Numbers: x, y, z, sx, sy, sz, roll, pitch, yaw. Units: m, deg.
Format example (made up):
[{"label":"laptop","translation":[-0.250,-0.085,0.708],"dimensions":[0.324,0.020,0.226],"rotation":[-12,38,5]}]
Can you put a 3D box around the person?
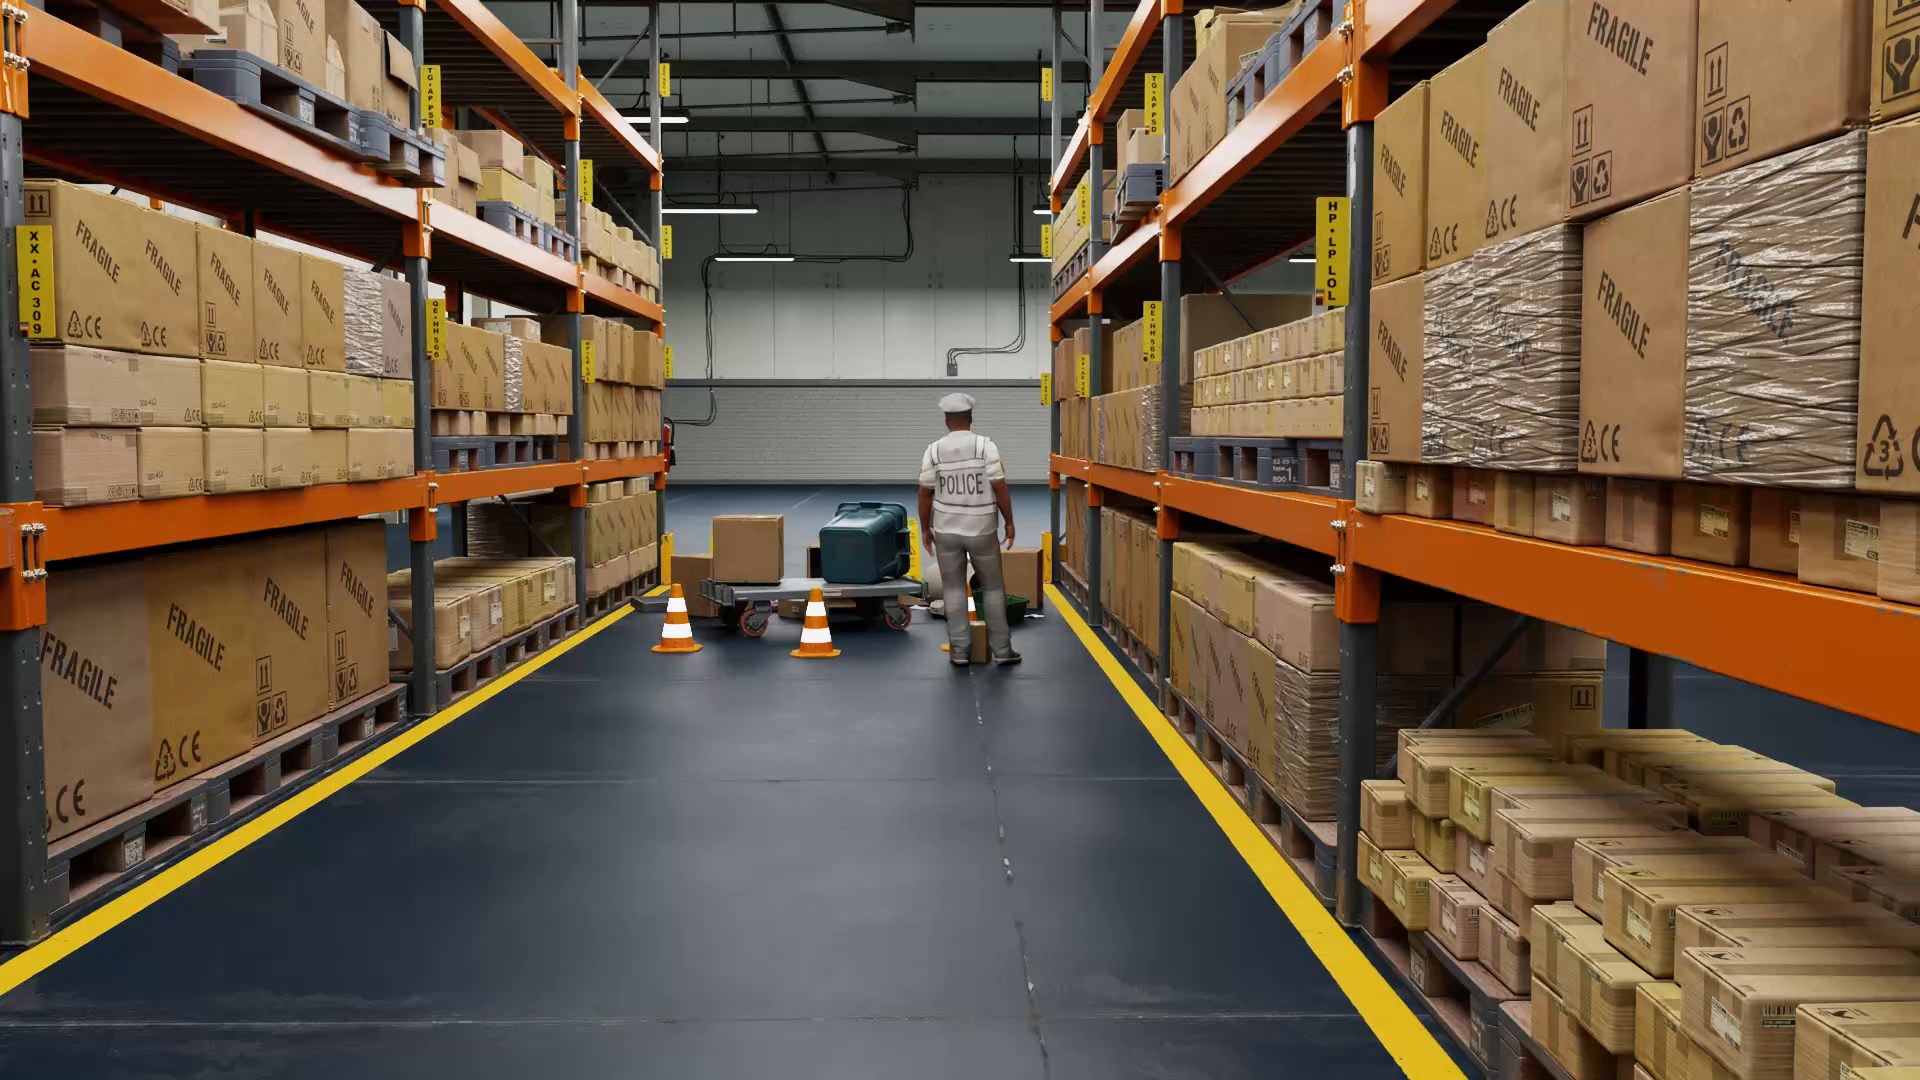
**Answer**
[{"label":"person","translation":[0.062,-0.074,10.953],"dimensions":[0.640,1.781,0.575],"rotation":[1,4,11]}]
